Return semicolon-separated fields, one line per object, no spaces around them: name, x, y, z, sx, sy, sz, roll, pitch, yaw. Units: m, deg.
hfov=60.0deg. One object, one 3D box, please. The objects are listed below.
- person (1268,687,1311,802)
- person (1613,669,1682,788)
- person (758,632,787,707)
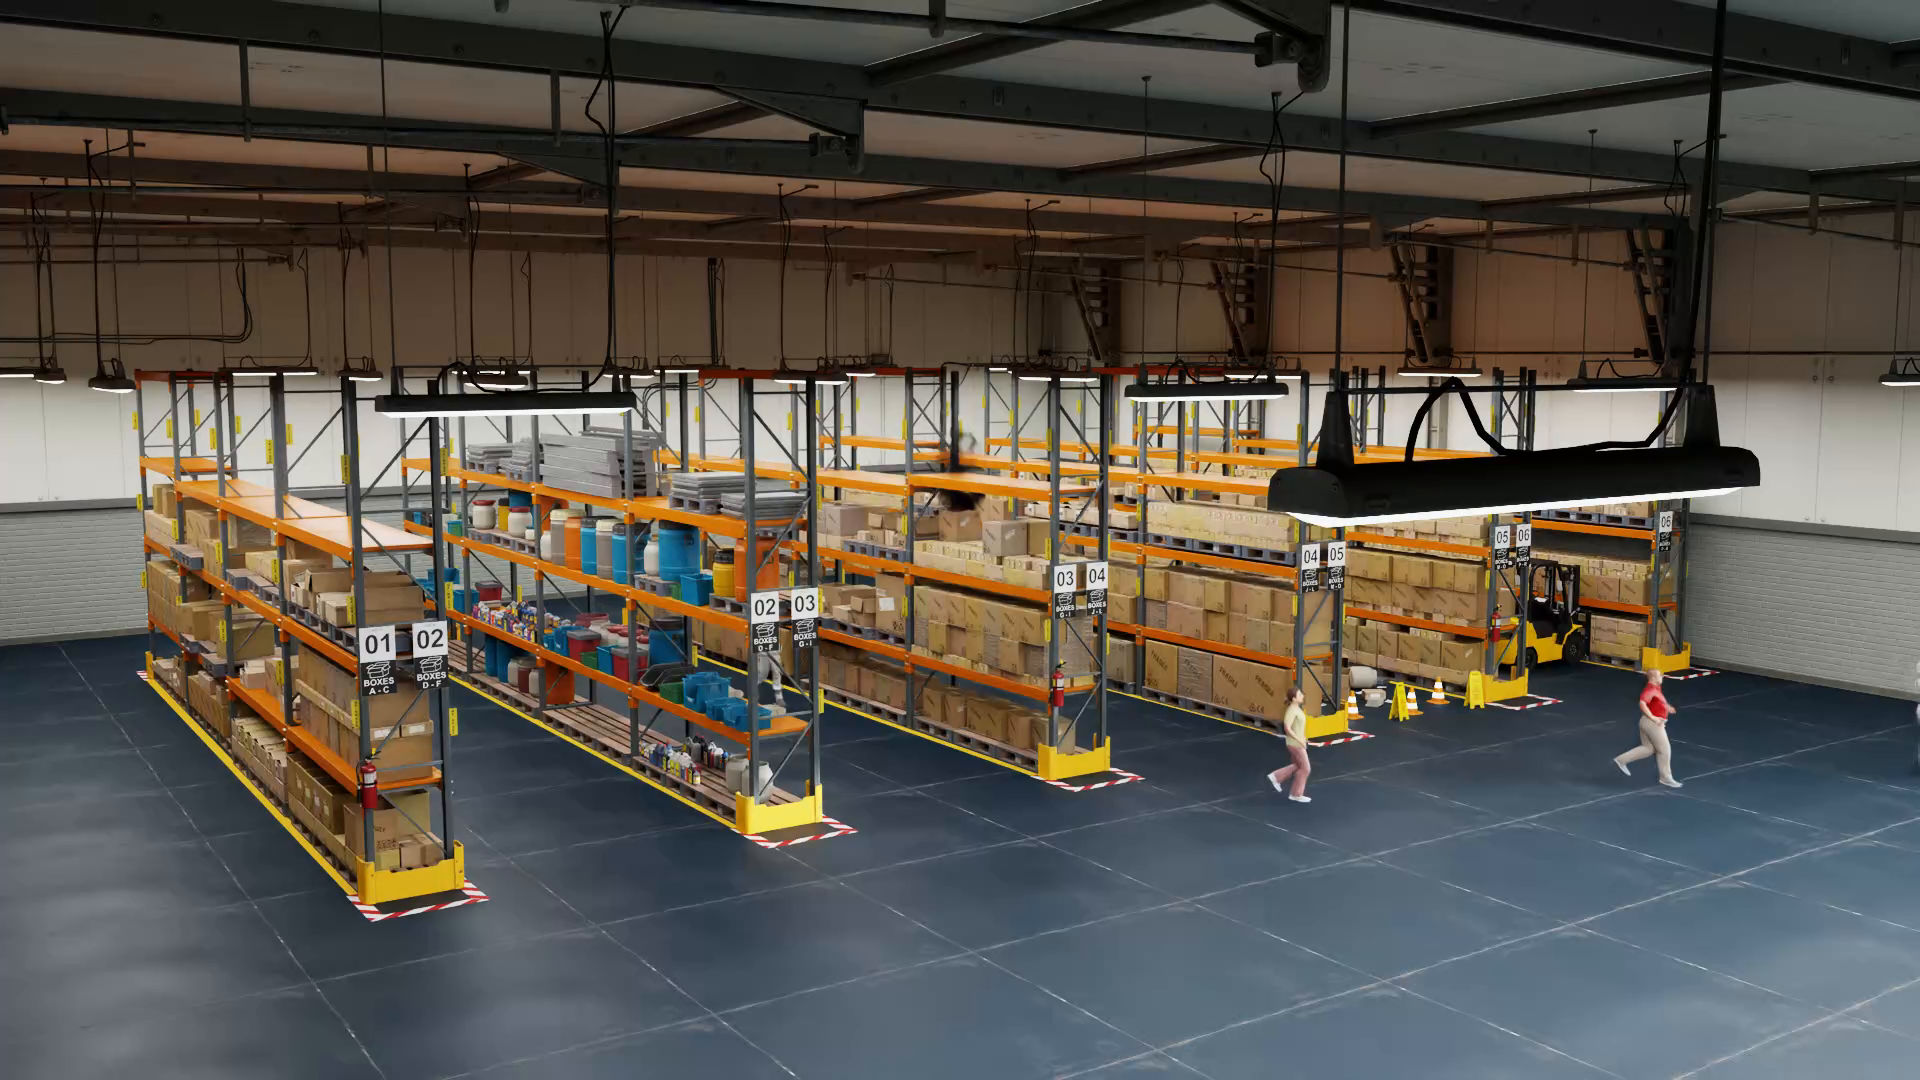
person;4.666;2.881;23.491;0.603;1.644;0.577;1;7;9
person;10.106;2.741;24.346;0.951;1.737;0.664;1;7;11
person;-3.446;2.060;29.840;0.648;1.778;1.008;-5;8;-39
